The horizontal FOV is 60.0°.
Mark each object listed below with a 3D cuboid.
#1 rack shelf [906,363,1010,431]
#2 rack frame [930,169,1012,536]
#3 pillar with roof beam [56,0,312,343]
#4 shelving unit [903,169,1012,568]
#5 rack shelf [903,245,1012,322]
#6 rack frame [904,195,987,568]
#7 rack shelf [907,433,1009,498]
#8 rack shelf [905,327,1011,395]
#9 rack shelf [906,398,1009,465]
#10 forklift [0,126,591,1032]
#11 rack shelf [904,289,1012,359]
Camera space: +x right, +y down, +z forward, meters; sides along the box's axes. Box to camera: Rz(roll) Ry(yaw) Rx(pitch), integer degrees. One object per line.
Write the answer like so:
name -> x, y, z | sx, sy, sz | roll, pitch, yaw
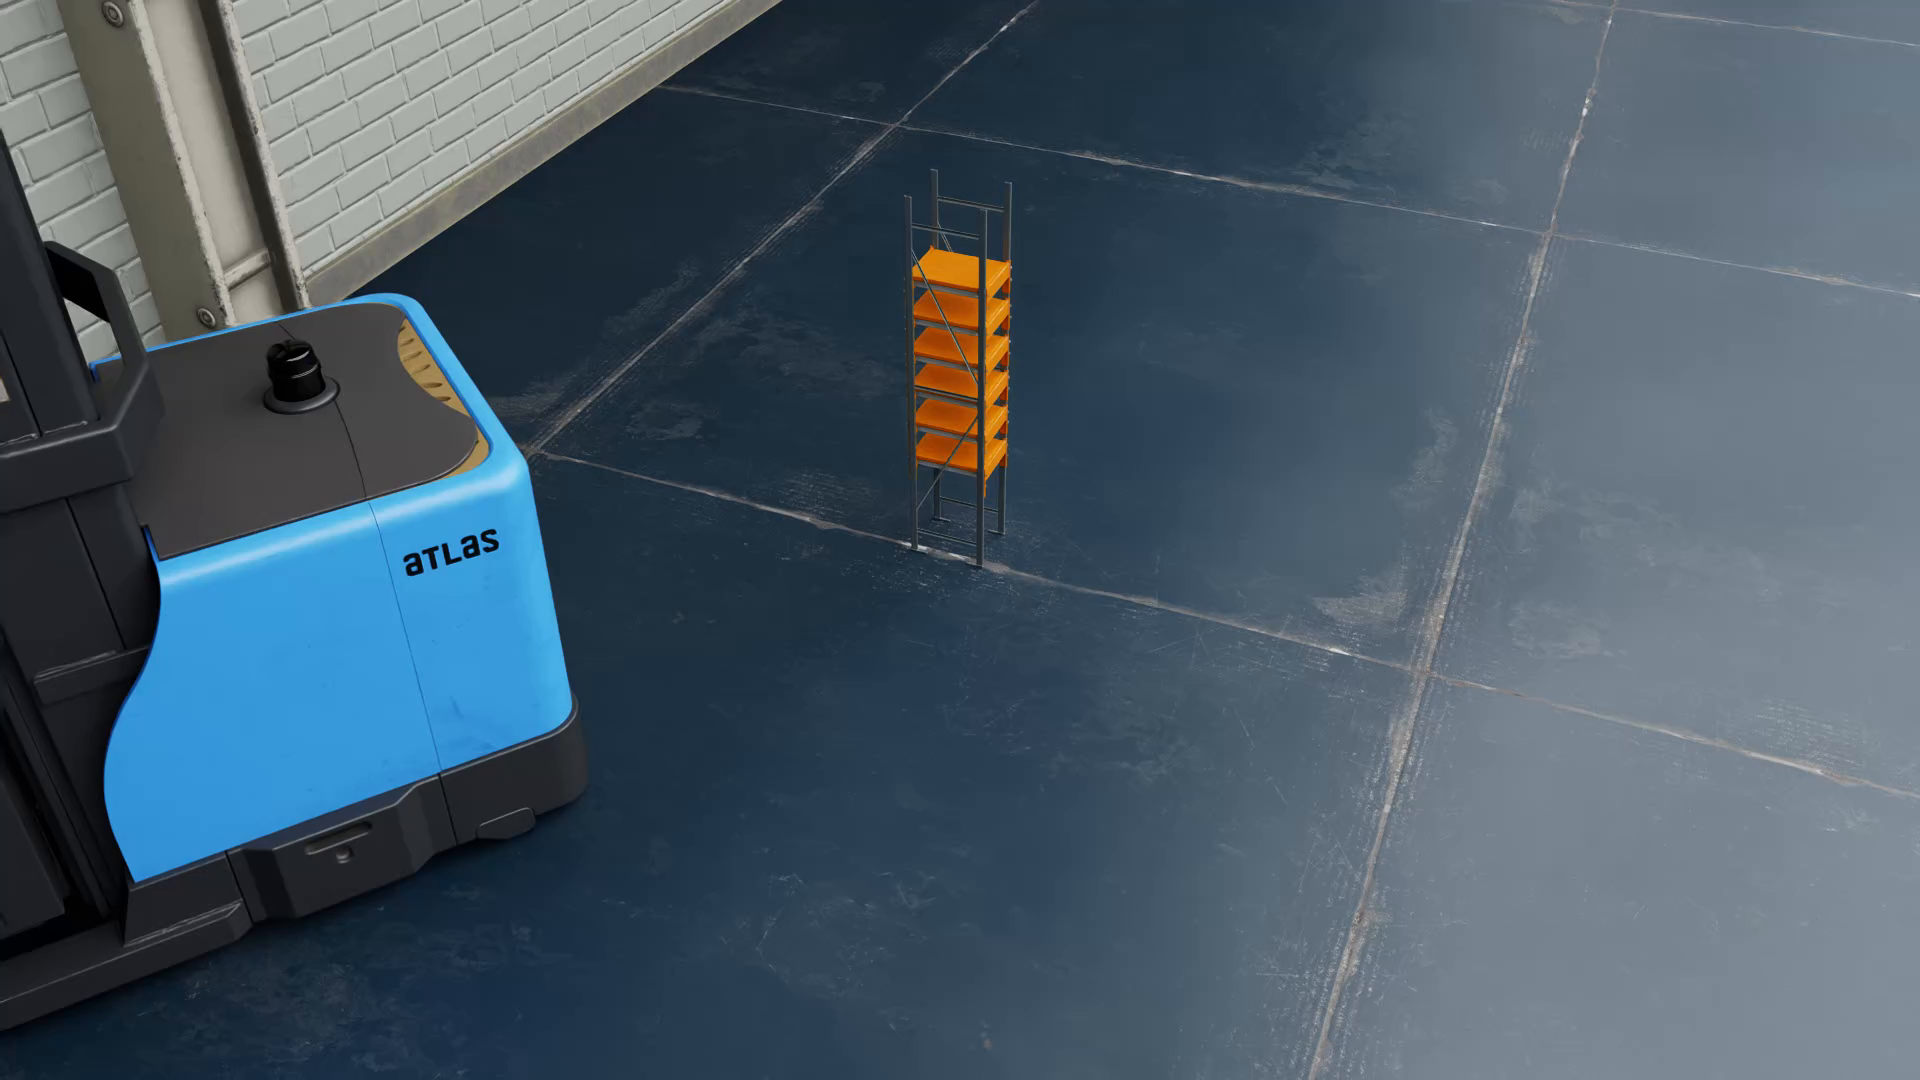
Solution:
rack shelf -> -0.005, -0.437, 4.907 | 0.258, 0.103, 0.180 | 14, 39, 18
rack frame -> 0.029, -0.523, 4.948 | 0.240, 1.200, 0.006 | 14, 39, 18
pillar with roof beam -> 1.440, -3.198, 2.012 | 9.100, 9.000, 0.400 | 14, 39, 18
shelving unit -> -0.005, -0.473, 4.880 | 0.258, 1.200, 0.189 | 14, 39, 18
rack shelf -> -0.005, -0.725, 4.691 | 0.258, 0.103, 0.180 | 14, 39, 18
rack frame -> -0.040, -0.422, 4.812 | 0.240, 1.200, 0.006 | 14, 39, 18
rack shelf -> -0.005, -0.245, 5.050 | 0.258, 0.103, 0.180 | 14, 39, 18
rack shelf -> -0.005, -0.533, 4.835 | 0.258, 0.103, 0.180 | 14, 39, 18
rack shelf -> -0.005, -0.341, 4.979 | 0.258, 0.103, 0.180 | 14, 39, 18
forklift -> -2.489, -0.286, 3.185 | 3.031, 2.935, 1.130 | -19, 41, -24
rack shelf -> -0.005, -0.629, 4.763 | 0.258, 0.103, 0.180 | 14, 39, 18
